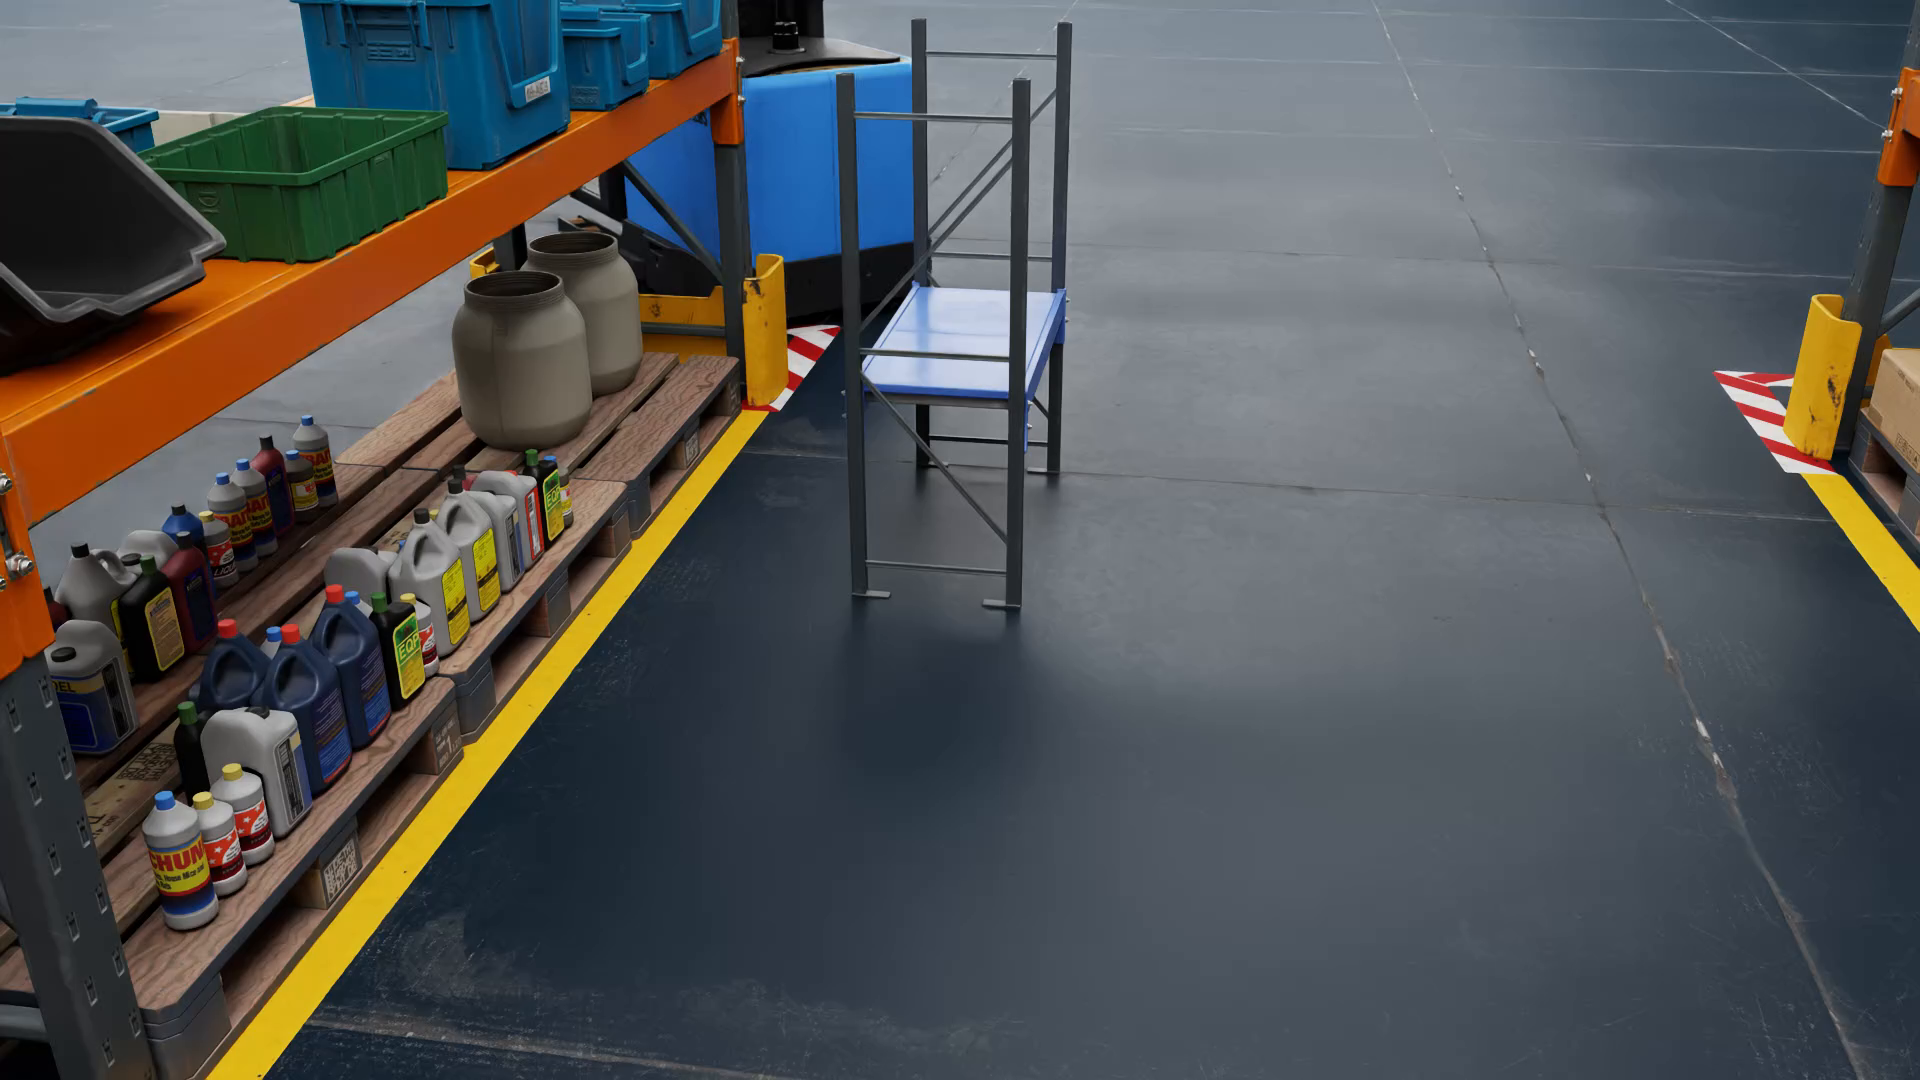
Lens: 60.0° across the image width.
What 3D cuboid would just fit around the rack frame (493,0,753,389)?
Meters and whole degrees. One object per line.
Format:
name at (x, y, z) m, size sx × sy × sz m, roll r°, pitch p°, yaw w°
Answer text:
rack frame at (-1.306, -2.011, 6.007) m, size 1.000 × 3.000 × 0.127 m, roll 4°, pitch 25°, yaw 9°

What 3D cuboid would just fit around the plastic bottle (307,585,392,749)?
plastic bottle at (-1.388, 0.275, 3.730) m, size 0.144 × 0.351 × 0.185 m, roll 3°, pitch 25°, yaw 6°

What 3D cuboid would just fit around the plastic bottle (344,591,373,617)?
plastic bottle at (-1.401, 0.247, 3.884) m, size 0.097 × 0.271 × 0.097 m, roll 0°, pitch 25°, yaw 0°

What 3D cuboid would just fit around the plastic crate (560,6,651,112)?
plastic crate at (-1.205, -1.442, 4.968) m, size 0.499 × 0.251 × 0.408 m, roll 4°, pitch 25°, yaw 9°

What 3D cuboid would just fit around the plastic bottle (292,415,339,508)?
plastic bottle at (-1.910, -0.238, 4.919) m, size 0.097 × 0.271 × 0.097 m, roll 0°, pitch 25°, yaw 0°

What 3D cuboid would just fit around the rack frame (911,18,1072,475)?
rack frame at (0.097, -0.928, 5.462) m, size 0.500 × 1.500 × 0.032 m, roll 4°, pitch 25°, yaw 9°

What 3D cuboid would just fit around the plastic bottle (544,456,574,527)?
plastic bottle at (-1.174, -0.144, 4.801) m, size 0.097 × 0.201 × 0.097 m, roll 0°, pitch 25°, yaw 0°

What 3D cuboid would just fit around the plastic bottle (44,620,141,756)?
plastic bottle at (-1.958, 0.327, 3.708) m, size 0.152 × 0.276 × 0.135 m, roll 4°, pitch 25°, yaw 9°

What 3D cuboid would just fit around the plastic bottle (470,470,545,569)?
plastic bottle at (-1.242, -0.074, 4.564) m, size 0.152 × 0.276 × 0.135 m, roll 4°, pitch 25°, yaw 9°

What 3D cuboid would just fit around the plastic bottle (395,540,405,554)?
plastic bottle at (-1.414, 0.097, 4.286) m, size 0.097 × 0.201 × 0.097 m, roll 0°, pitch 25°, yaw 0°

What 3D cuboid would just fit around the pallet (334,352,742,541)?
pallet at (-1.410, -0.373, 5.799) m, size 1.003 × 0.211 × 1.213 m, roll 4°, pitch 25°, yaw 9°

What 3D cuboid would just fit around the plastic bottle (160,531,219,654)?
plastic bottle at (-1.919, 0.128, 4.123) m, size 0.061 × 0.283 × 0.133 m, roll 4°, pitch 25°, yaw 9°

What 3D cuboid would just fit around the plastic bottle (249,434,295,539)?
plastic bottle at (-1.965, -0.150, 4.716) m, size 0.061 × 0.283 × 0.133 m, roll 4°, pitch 25°, yaw 9°

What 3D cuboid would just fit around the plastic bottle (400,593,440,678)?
plastic bottle at (-1.319, 0.226, 4.011) m, size 0.097 × 0.201 × 0.097 m, roll 0°, pitch 25°, yaw 0°

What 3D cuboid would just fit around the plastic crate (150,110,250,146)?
plastic crate at (-1.945, -0.915, 3.978) m, size 0.530 × 0.136 × 0.437 m, roll 4°, pitch 25°, yaw 9°

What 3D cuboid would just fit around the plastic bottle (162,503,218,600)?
plastic bottle at (-2.016, 0.032, 4.342) m, size 0.097 × 0.271 × 0.097 m, roll 0°, pitch 25°, yaw 0°

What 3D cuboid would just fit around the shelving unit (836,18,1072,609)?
shelving unit at (0.014, -0.715, 5.008) m, size 0.538 × 1.500 × 1.048 m, roll 4°, pitch 25°, yaw 9°

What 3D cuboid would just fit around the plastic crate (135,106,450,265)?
plastic crate at (-1.460, -0.790, 3.649) m, size 0.450 × 0.188 × 0.662 m, roll 4°, pitch 25°, yaw 9°

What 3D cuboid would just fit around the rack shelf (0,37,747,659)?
rack shelf at (-1.633, -0.848, 4.373) m, size 1.077 × 0.370 × 4.000 m, roll 4°, pitch 25°, yaw 9°

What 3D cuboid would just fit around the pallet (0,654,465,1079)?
pallet at (-1.809, 0.647, 3.618) m, size 1.003 × 0.211 × 1.213 m, roll 4°, pitch 25°, yaw 9°

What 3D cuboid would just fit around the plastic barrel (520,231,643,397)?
plastic barrel at (-1.339, -0.794, 5.846) m, size 0.421 × 0.512 × 0.421 m, roll 0°, pitch 25°, yaw 0°

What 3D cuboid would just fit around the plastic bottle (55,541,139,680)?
plastic bottle at (-2.055, 0.158, 3.980) m, size 0.144 × 0.351 × 0.185 m, roll 4°, pitch 25°, yaw 8°

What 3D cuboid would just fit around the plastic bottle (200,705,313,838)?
plastic bottle at (-1.450, 0.457, 3.430) m, size 0.152 × 0.276 × 0.135 m, roll 5°, pitch 26°, yaw 10°

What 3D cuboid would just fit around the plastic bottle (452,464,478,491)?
plastic bottle at (-1.347, -0.085, 4.578) m, size 0.061 × 0.283 × 0.133 m, roll 4°, pitch 25°, yaw 9°

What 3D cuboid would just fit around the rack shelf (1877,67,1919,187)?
rack shelf at (3.253, -0.504, 3.636) m, size 1.077 × 0.370 × 4.000 m, roll 4°, pitch 25°, yaw 9°

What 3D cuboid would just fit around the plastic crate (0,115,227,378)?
plastic crate at (-1.749, -0.520, 2.895) m, size 0.767 × 0.338 × 0.504 m, roll 4°, pitch 25°, yaw 9°

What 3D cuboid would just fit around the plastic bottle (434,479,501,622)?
plastic bottle at (-1.288, 0.019, 4.276) m, size 0.144 × 0.351 × 0.185 m, roll 5°, pitch 26°, yaw 11°

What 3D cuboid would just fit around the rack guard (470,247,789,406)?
rack guard at (-1.272, -0.844, 6.462) m, size 1.175 × 0.500 × 0.348 m, roll 4°, pitch 25°, yaw 9°

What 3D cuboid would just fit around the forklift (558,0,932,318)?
forklift at (-1.355, -2.805, 7.785) m, size 1.130 × 2.935 × 3.031 m, roll -16°, pitch 29°, yaw -30°

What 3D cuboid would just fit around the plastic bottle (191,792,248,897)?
plastic bottle at (-1.459, 0.585, 3.244) m, size 0.097 × 0.201 × 0.097 m, roll 0°, pitch 25°, yaw 0°

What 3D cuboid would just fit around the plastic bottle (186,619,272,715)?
plastic bottle at (-1.561, 0.344, 3.583) m, size 0.144 × 0.351 × 0.185 m, roll 4°, pitch 25°, yaw 9°

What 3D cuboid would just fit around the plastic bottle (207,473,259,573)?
plastic bottle at (-1.983, -0.052, 4.523) m, size 0.097 × 0.271 × 0.097 m, roll 0°, pitch 25°, yaw 0°
